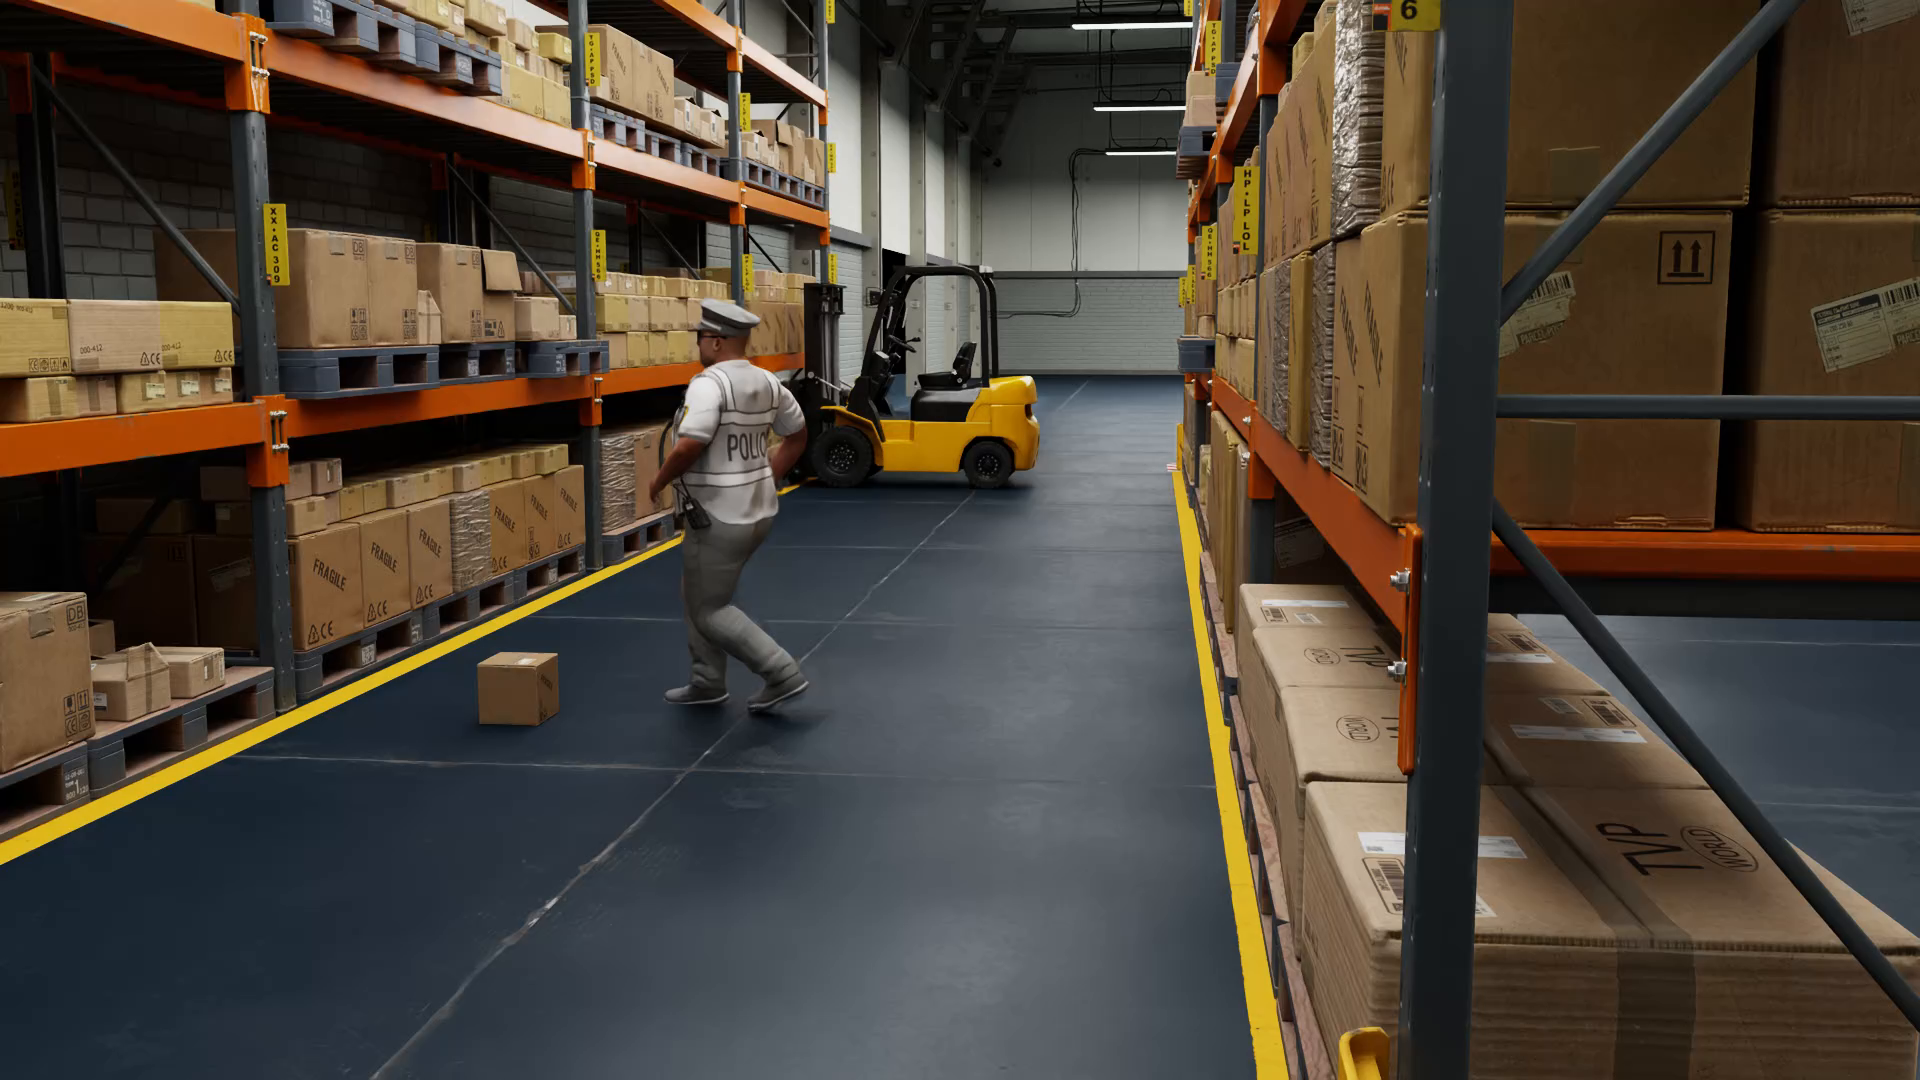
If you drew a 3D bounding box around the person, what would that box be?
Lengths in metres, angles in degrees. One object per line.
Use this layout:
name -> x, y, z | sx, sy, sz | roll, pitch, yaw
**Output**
person -> -1.016, -0.109, 6.764 | 0.764, 1.741, 0.724 | 4, 8, 25
